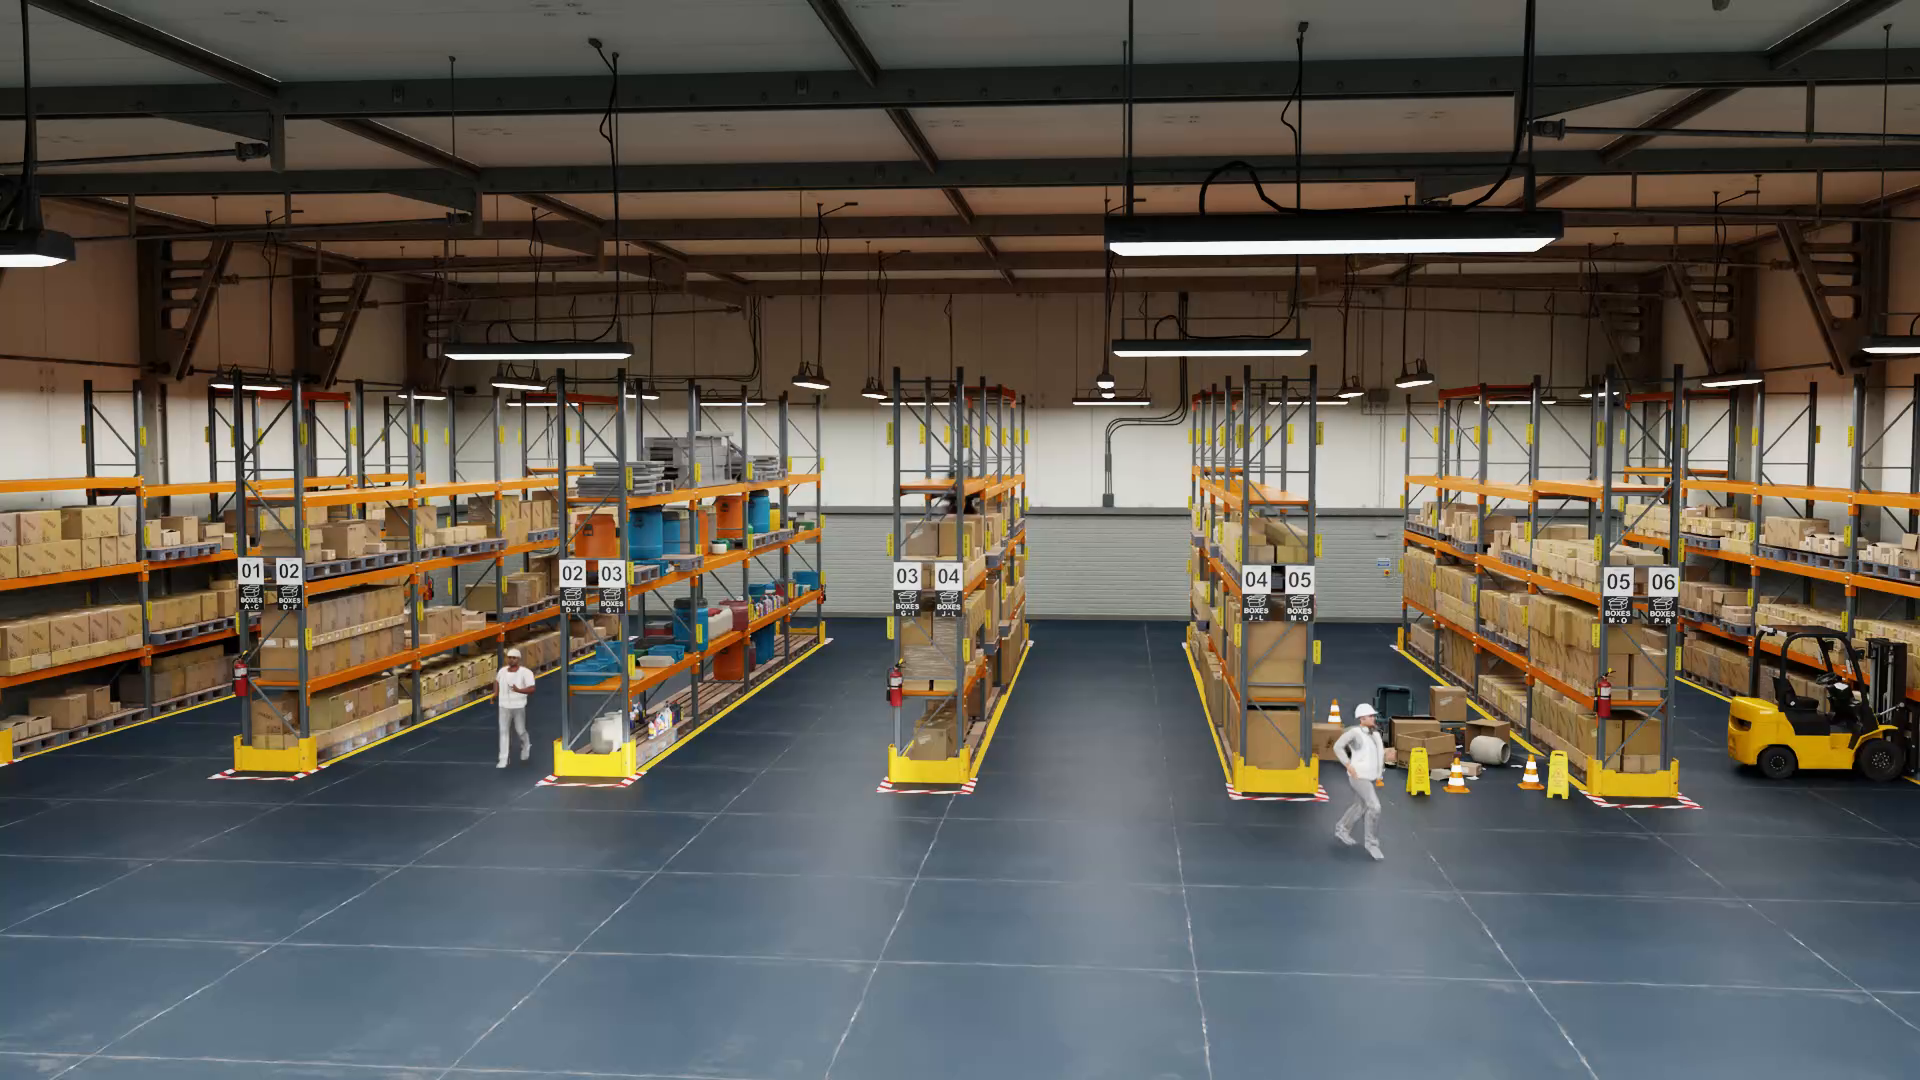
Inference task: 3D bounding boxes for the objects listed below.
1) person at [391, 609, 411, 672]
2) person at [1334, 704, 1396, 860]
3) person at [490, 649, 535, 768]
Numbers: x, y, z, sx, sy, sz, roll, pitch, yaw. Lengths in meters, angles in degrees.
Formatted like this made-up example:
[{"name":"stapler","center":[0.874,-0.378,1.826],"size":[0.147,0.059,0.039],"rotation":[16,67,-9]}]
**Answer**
[{"name":"person","center":[-11.615,1.988,34.521],"size":[0.610,1.694,0.860],"rotation":[0,4,8]},{"name":"person","center":[4.852,2.879,19.992],"size":[0.797,1.837,0.642],"rotation":[3,5,44]},{"name":"person","center":[-6.792,2.525,25.205],"size":[0.711,1.739,0.951],"rotation":[0,4,4]}]
